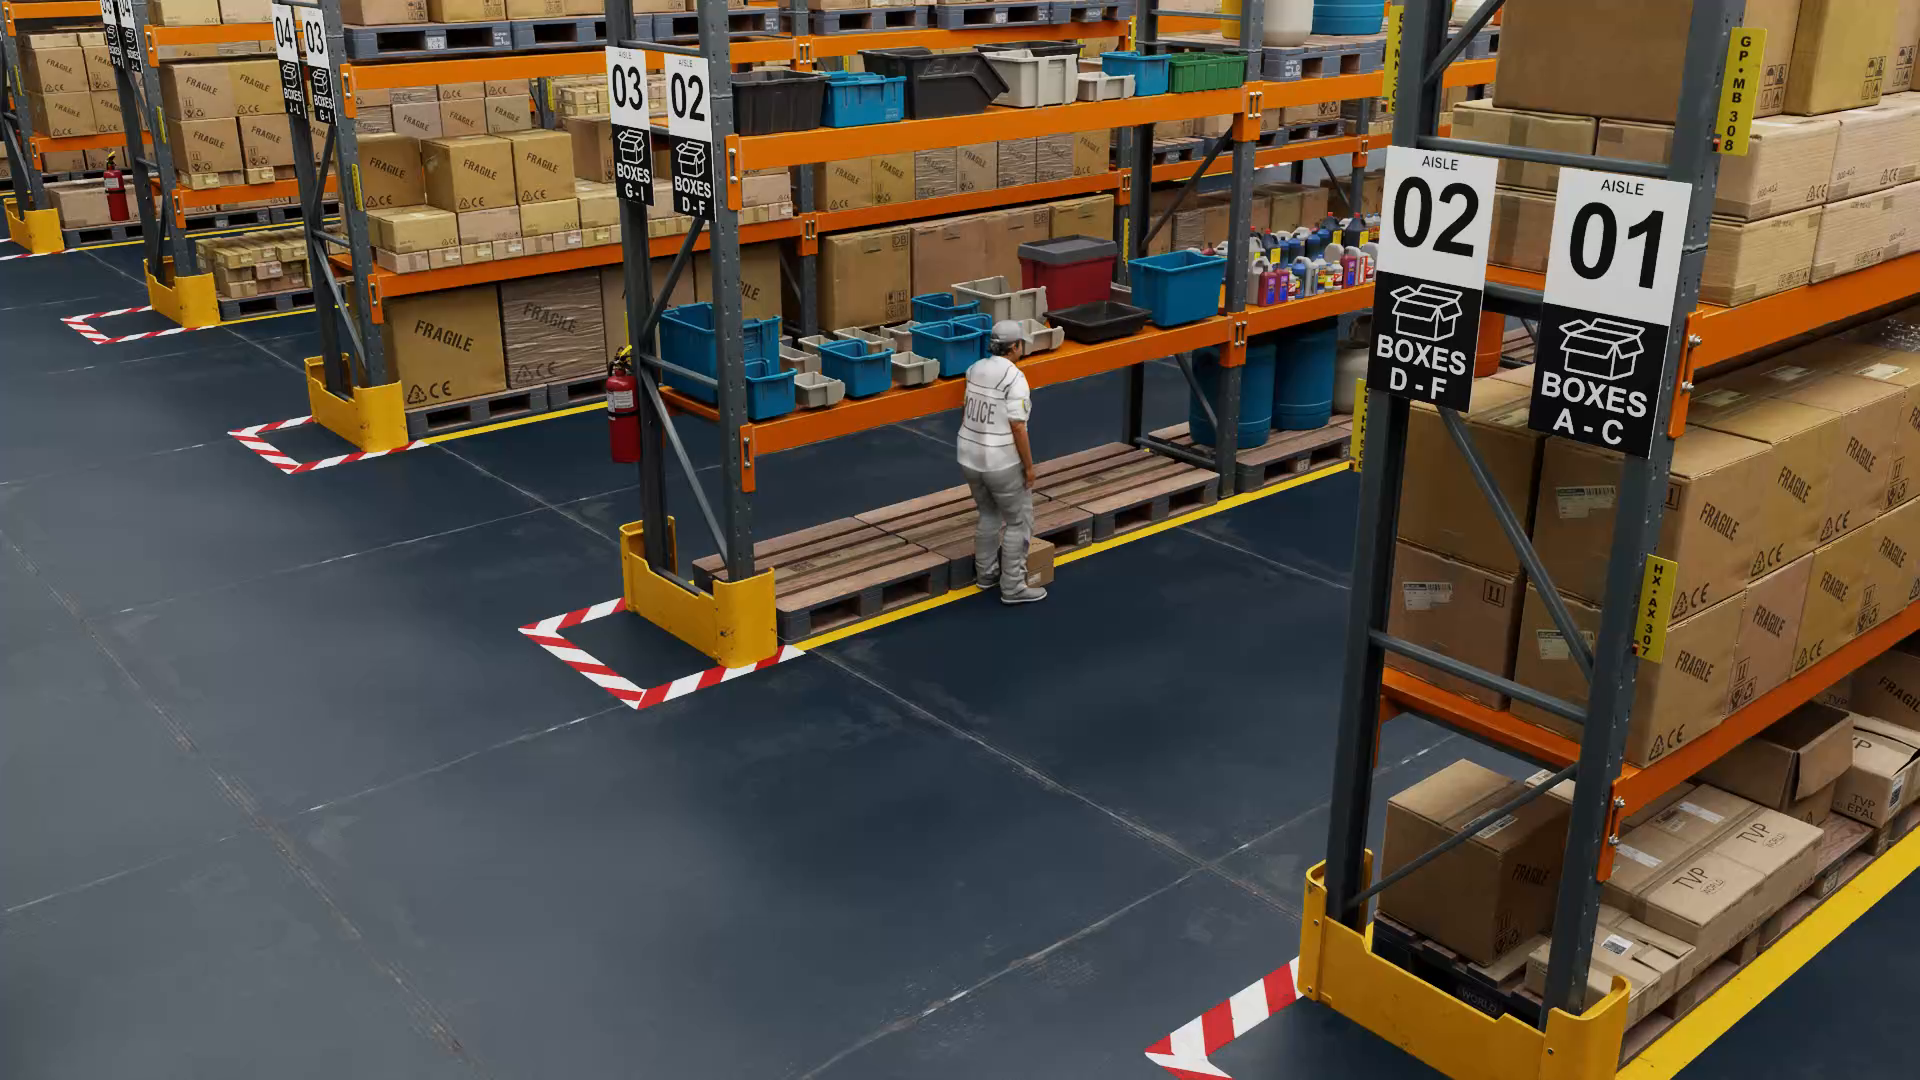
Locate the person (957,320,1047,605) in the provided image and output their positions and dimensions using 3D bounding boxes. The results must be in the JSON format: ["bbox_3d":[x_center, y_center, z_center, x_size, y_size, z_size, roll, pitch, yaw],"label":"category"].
[{"bbox_3d":[0.245,-0.463,9.773,0.467,1.666,0.537,-17,27,-38],"label":"person"}]
